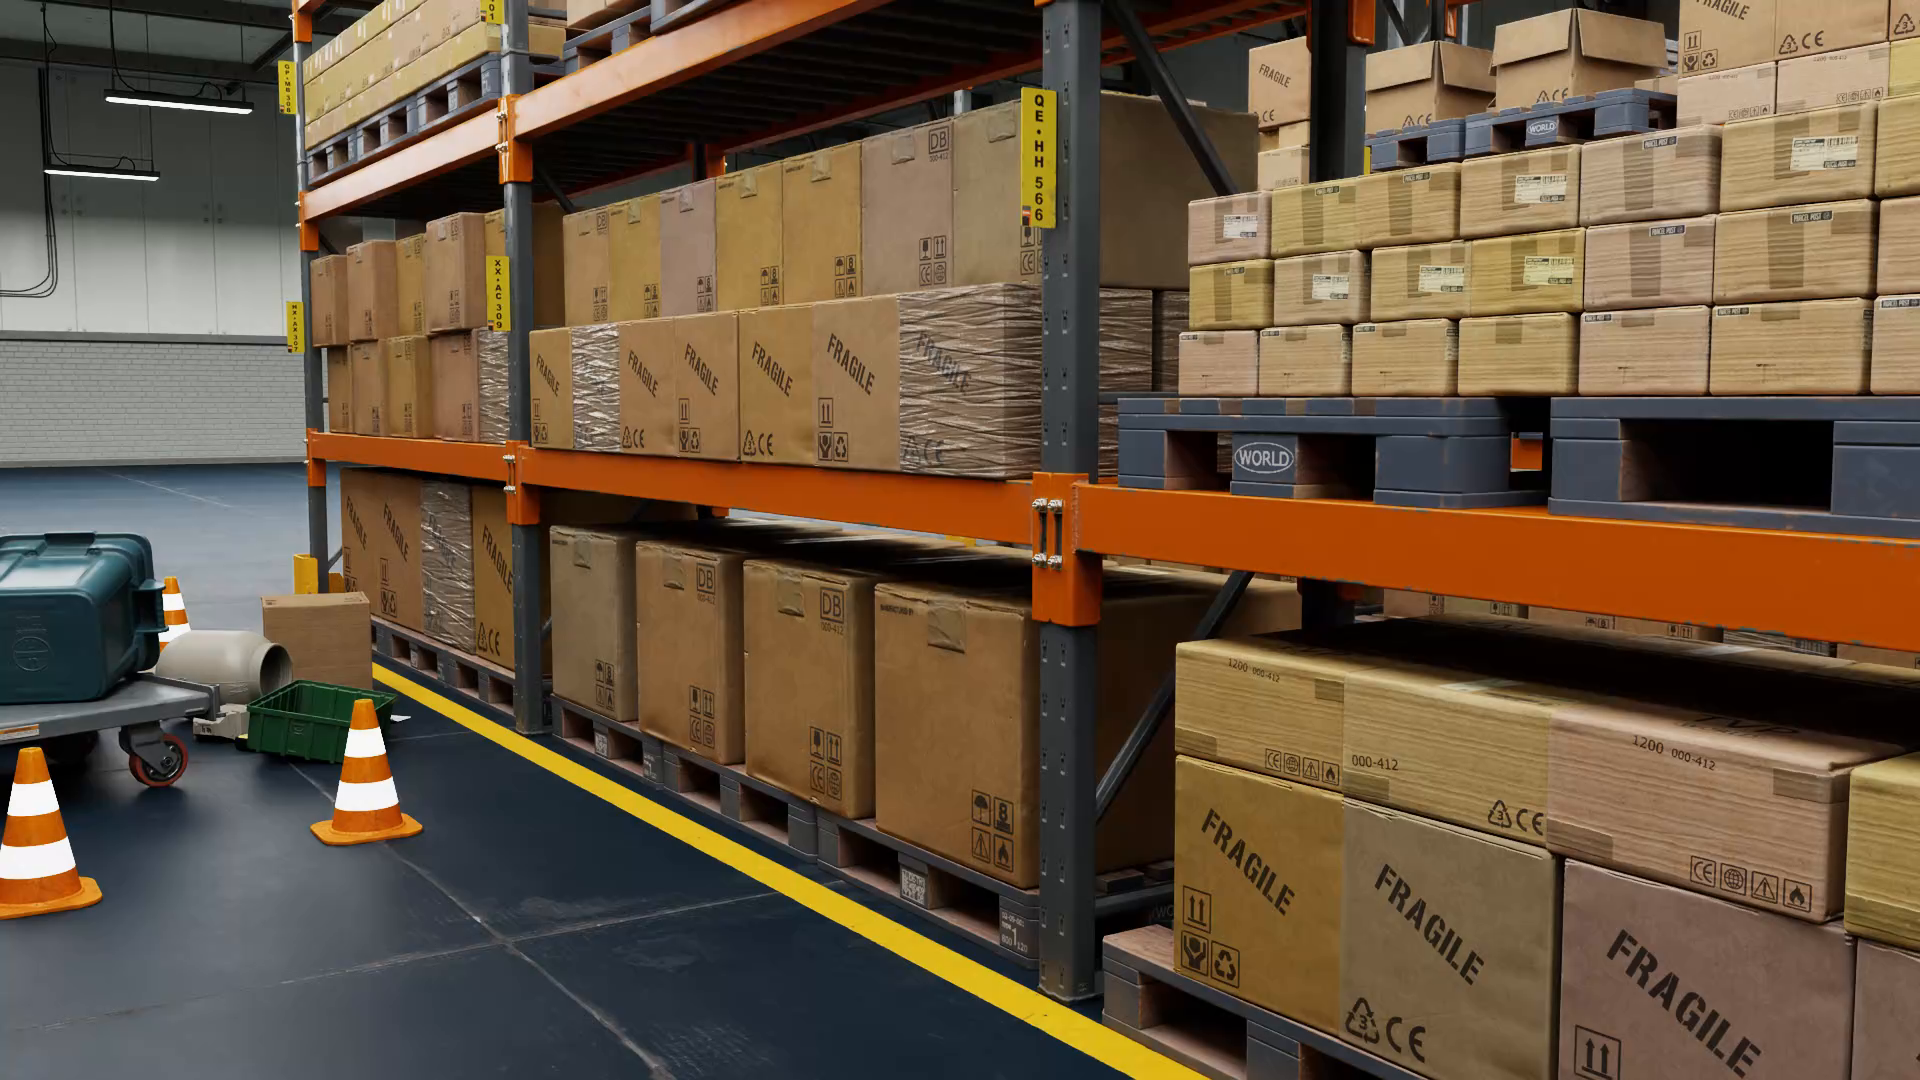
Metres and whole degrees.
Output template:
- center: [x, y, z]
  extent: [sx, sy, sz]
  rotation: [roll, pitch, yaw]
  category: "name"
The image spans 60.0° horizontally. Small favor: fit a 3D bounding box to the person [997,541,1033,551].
- center: [0.353, -0.159, 9.902]
  extent: [0.345, 1.687, 0.466]
  rotation: [-3, 6, -32]
  category: "person"
